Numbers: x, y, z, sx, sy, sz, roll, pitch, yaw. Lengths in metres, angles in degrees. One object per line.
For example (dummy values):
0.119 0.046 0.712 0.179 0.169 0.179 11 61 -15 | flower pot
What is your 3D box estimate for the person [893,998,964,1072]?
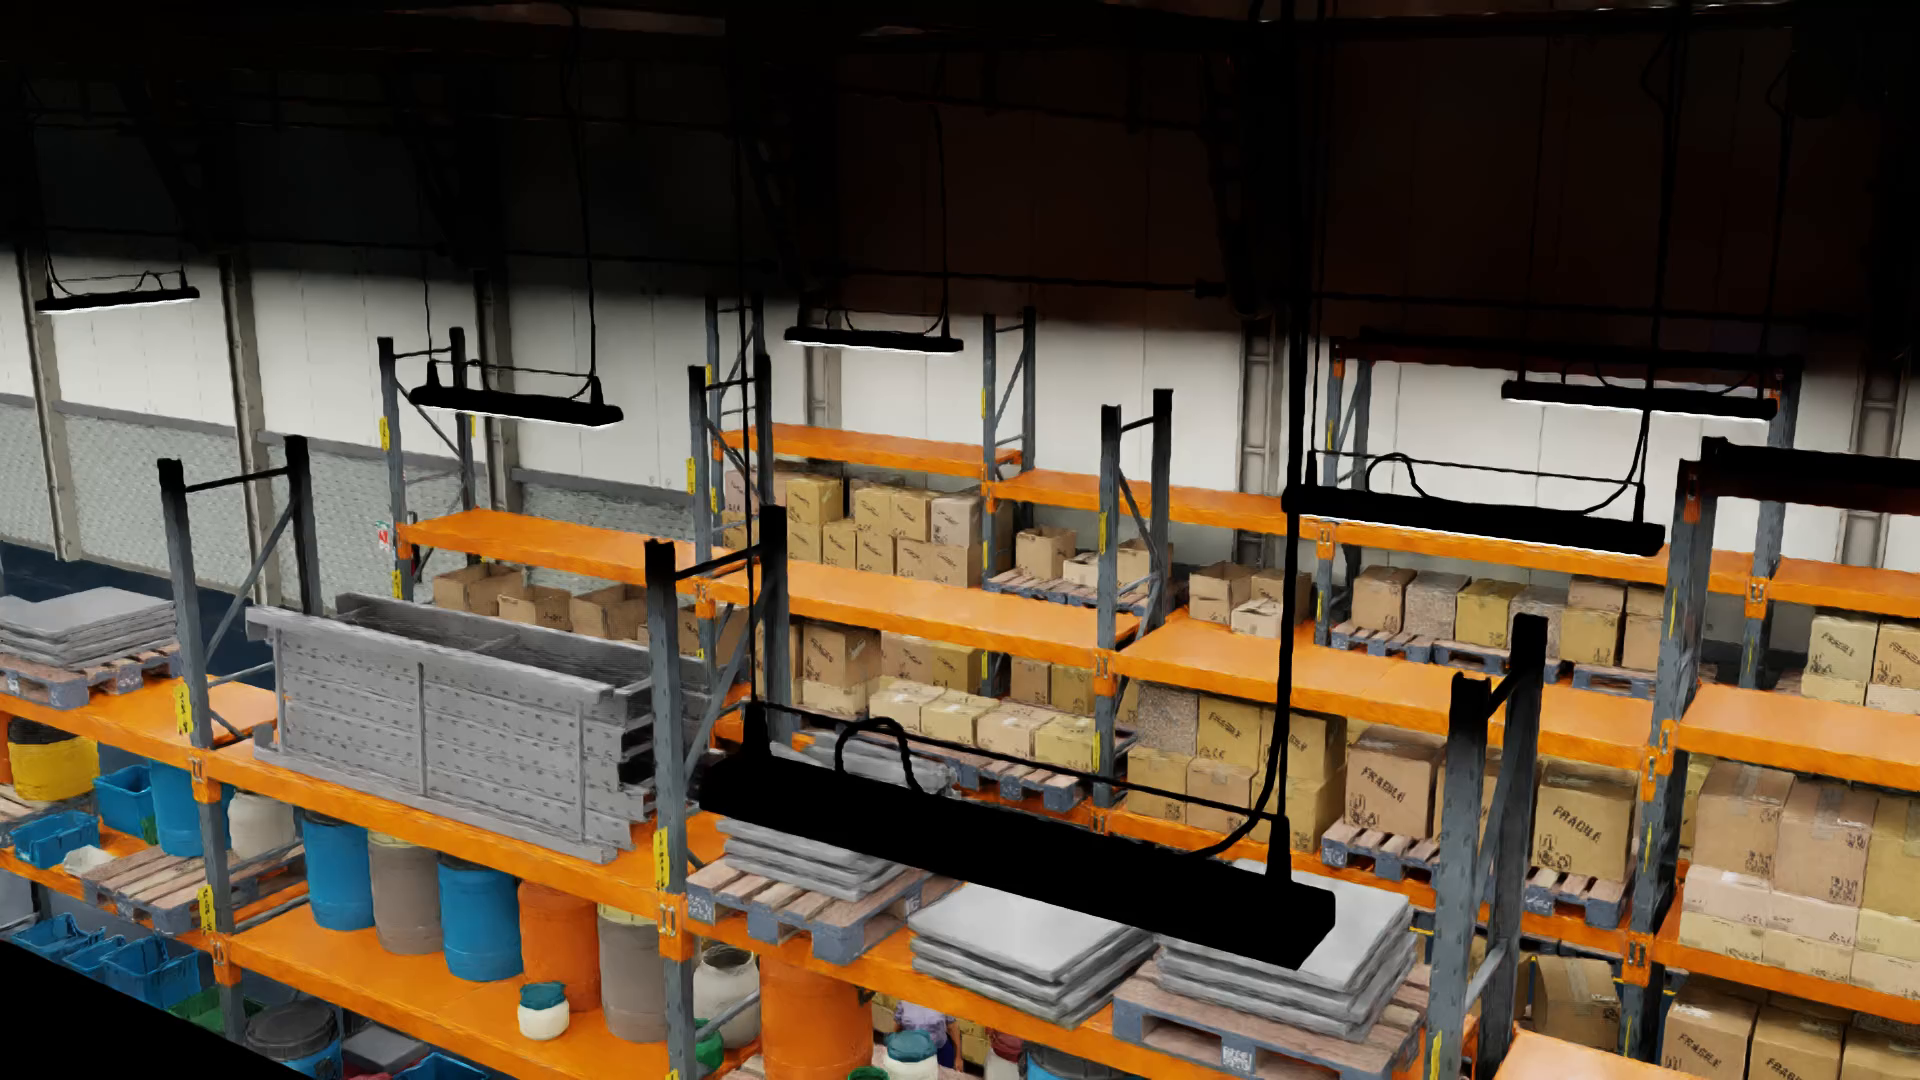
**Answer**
-0.261 4.100 13.166 0.596 1.653 0.386 2 14 8 | person
